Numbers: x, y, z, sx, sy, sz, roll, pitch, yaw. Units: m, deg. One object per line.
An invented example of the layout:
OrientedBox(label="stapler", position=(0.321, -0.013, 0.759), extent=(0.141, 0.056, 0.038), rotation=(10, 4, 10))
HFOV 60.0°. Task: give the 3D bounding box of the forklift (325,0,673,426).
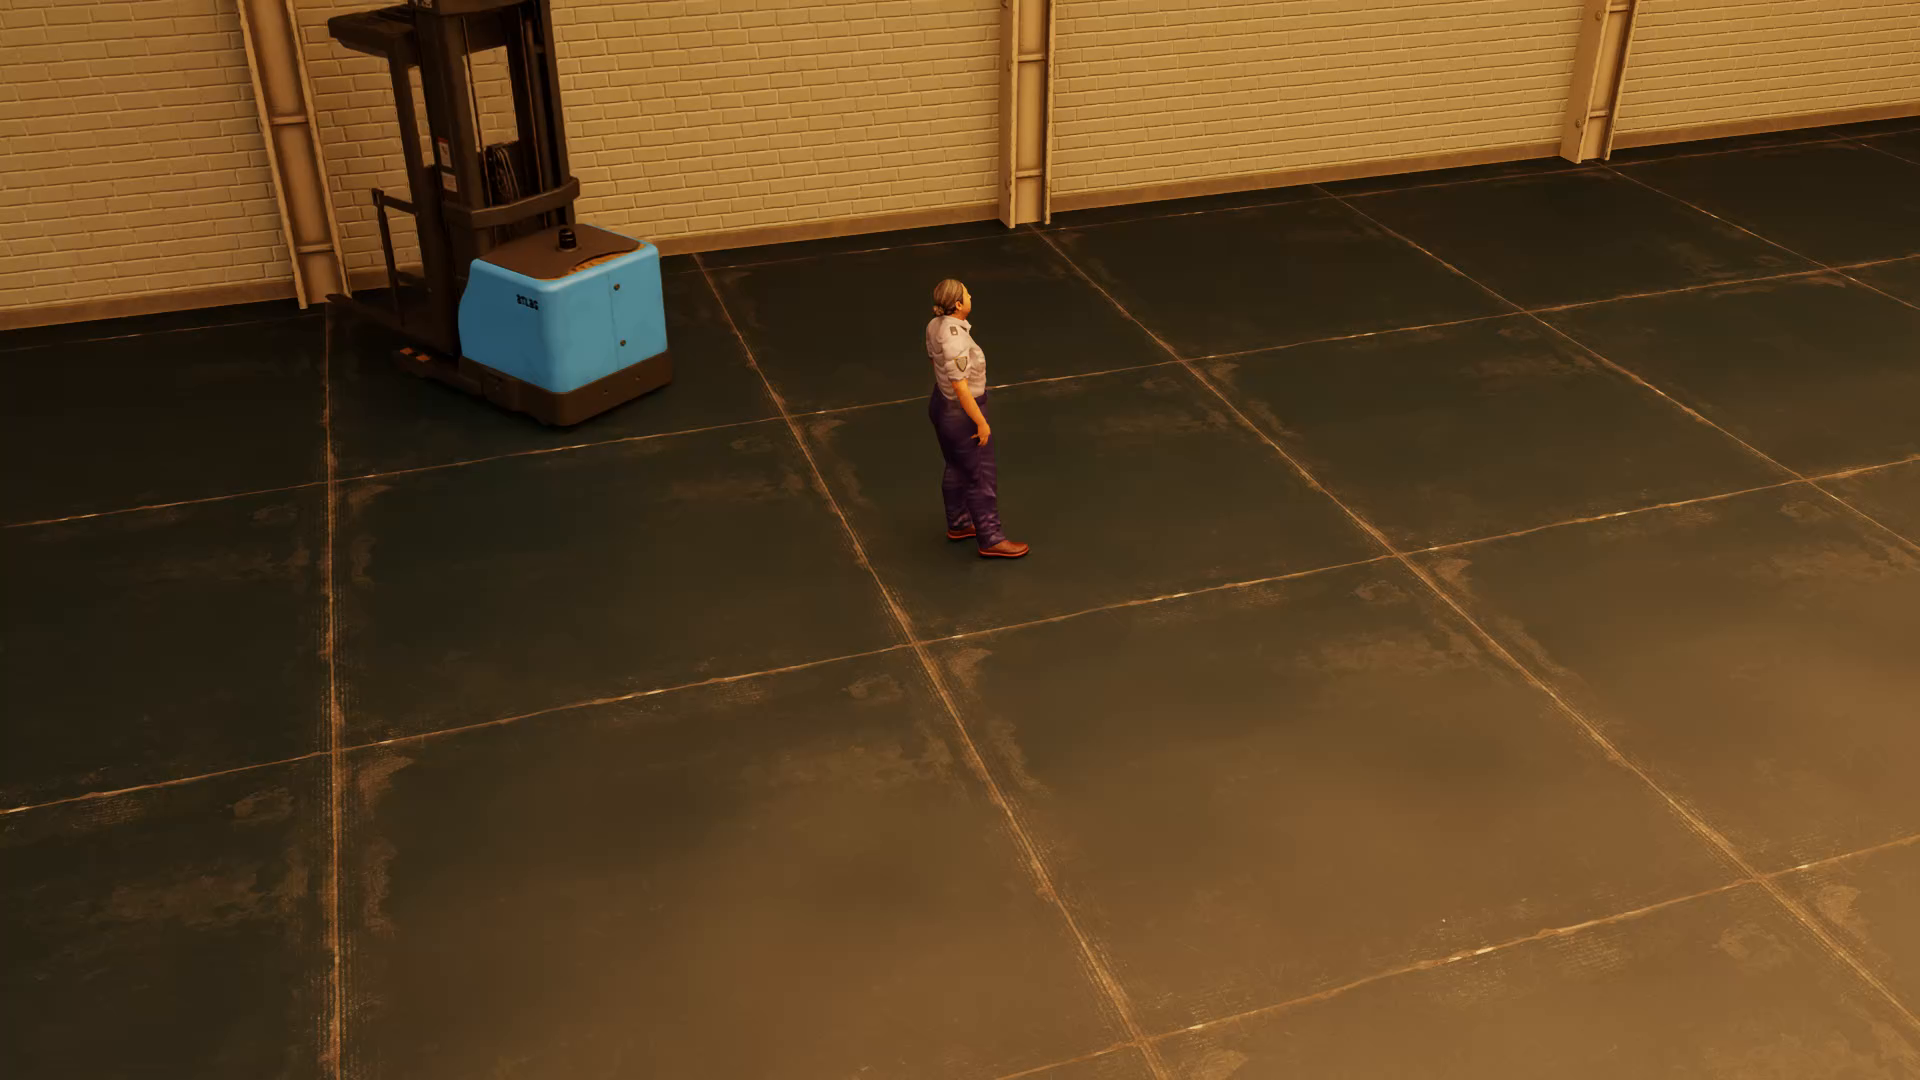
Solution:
OrientedBox(label="forklift", position=(-3.520, -2.629, 11.657), extent=(3.031, 2.935, 1.130), rotation=(22, 36, 33))

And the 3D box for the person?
OrientedBox(label="person", position=(0.092, -0.724, 9.618), extent=(0.503, 1.650, 0.599), rotation=(-10, 31, -16))
